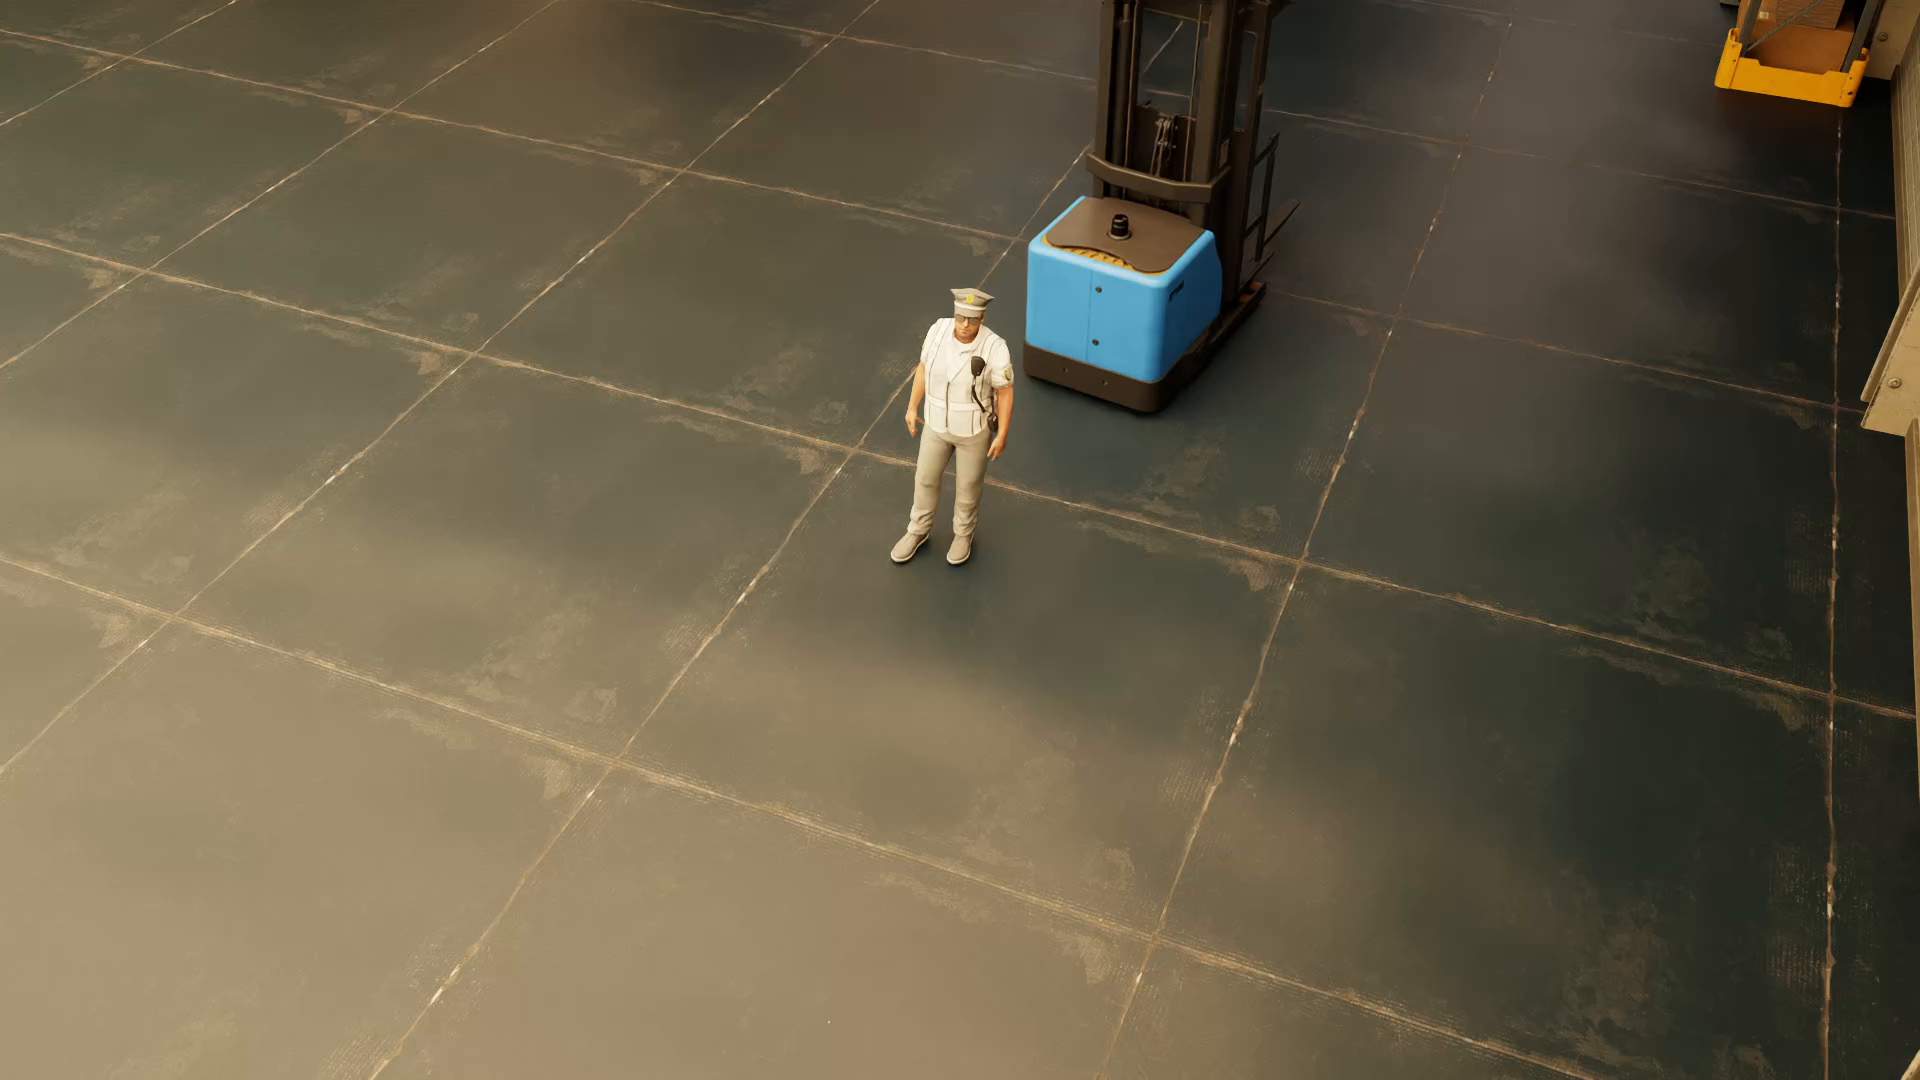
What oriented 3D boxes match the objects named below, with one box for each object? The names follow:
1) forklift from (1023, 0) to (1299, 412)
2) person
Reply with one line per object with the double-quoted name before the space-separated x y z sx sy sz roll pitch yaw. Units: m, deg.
"forklift" 1.622 -2.912 11.486 1.130 2.935 3.031 21 44 23
"person" -0.040 -0.646 9.660 0.641 1.781 0.574 15 42 17
